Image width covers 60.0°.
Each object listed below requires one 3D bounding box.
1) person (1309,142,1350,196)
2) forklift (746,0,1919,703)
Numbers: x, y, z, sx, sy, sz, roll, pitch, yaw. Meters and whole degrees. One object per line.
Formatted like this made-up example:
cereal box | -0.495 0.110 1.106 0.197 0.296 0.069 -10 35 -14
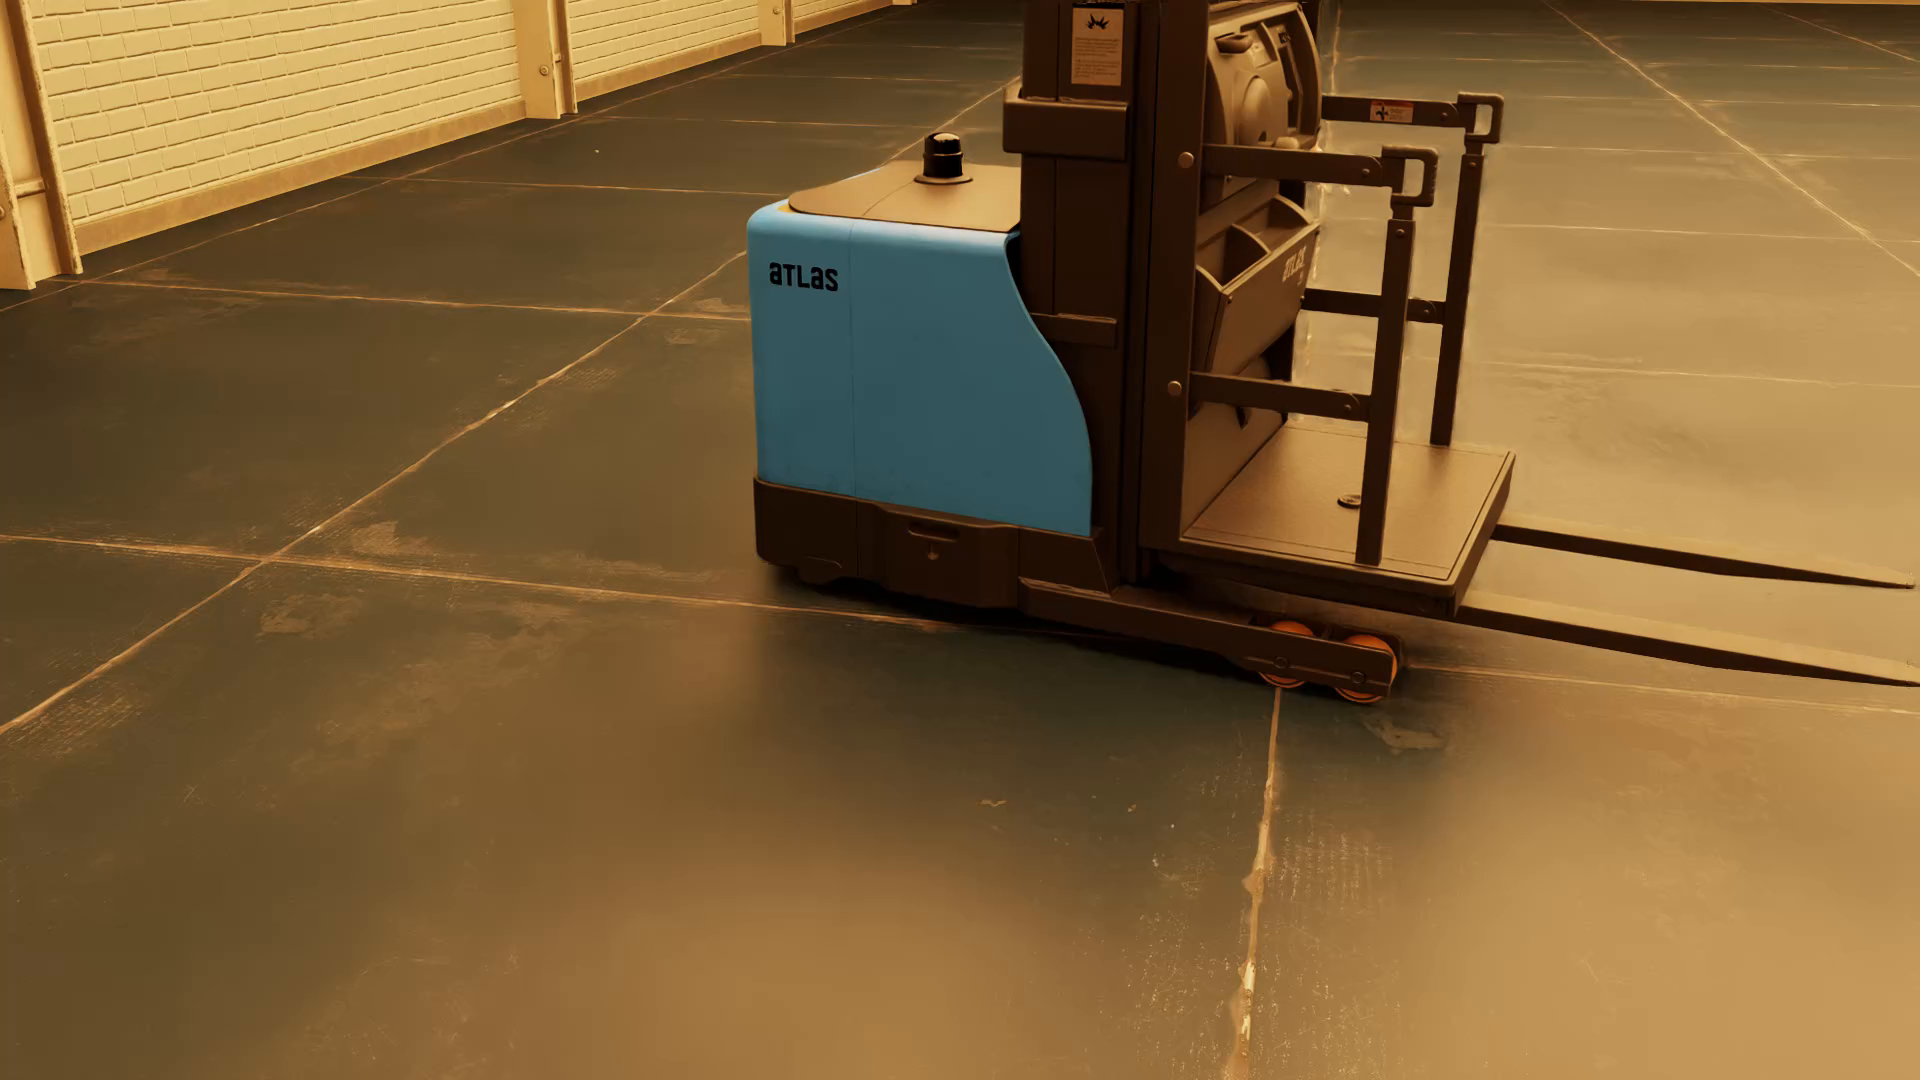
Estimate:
person | 0.888 -1.378 6.512 1.168 1.715 0.561 -1 22 -1
forklift | 0.963 -1.179 4.158 3.031 2.935 1.130 10 24 23
